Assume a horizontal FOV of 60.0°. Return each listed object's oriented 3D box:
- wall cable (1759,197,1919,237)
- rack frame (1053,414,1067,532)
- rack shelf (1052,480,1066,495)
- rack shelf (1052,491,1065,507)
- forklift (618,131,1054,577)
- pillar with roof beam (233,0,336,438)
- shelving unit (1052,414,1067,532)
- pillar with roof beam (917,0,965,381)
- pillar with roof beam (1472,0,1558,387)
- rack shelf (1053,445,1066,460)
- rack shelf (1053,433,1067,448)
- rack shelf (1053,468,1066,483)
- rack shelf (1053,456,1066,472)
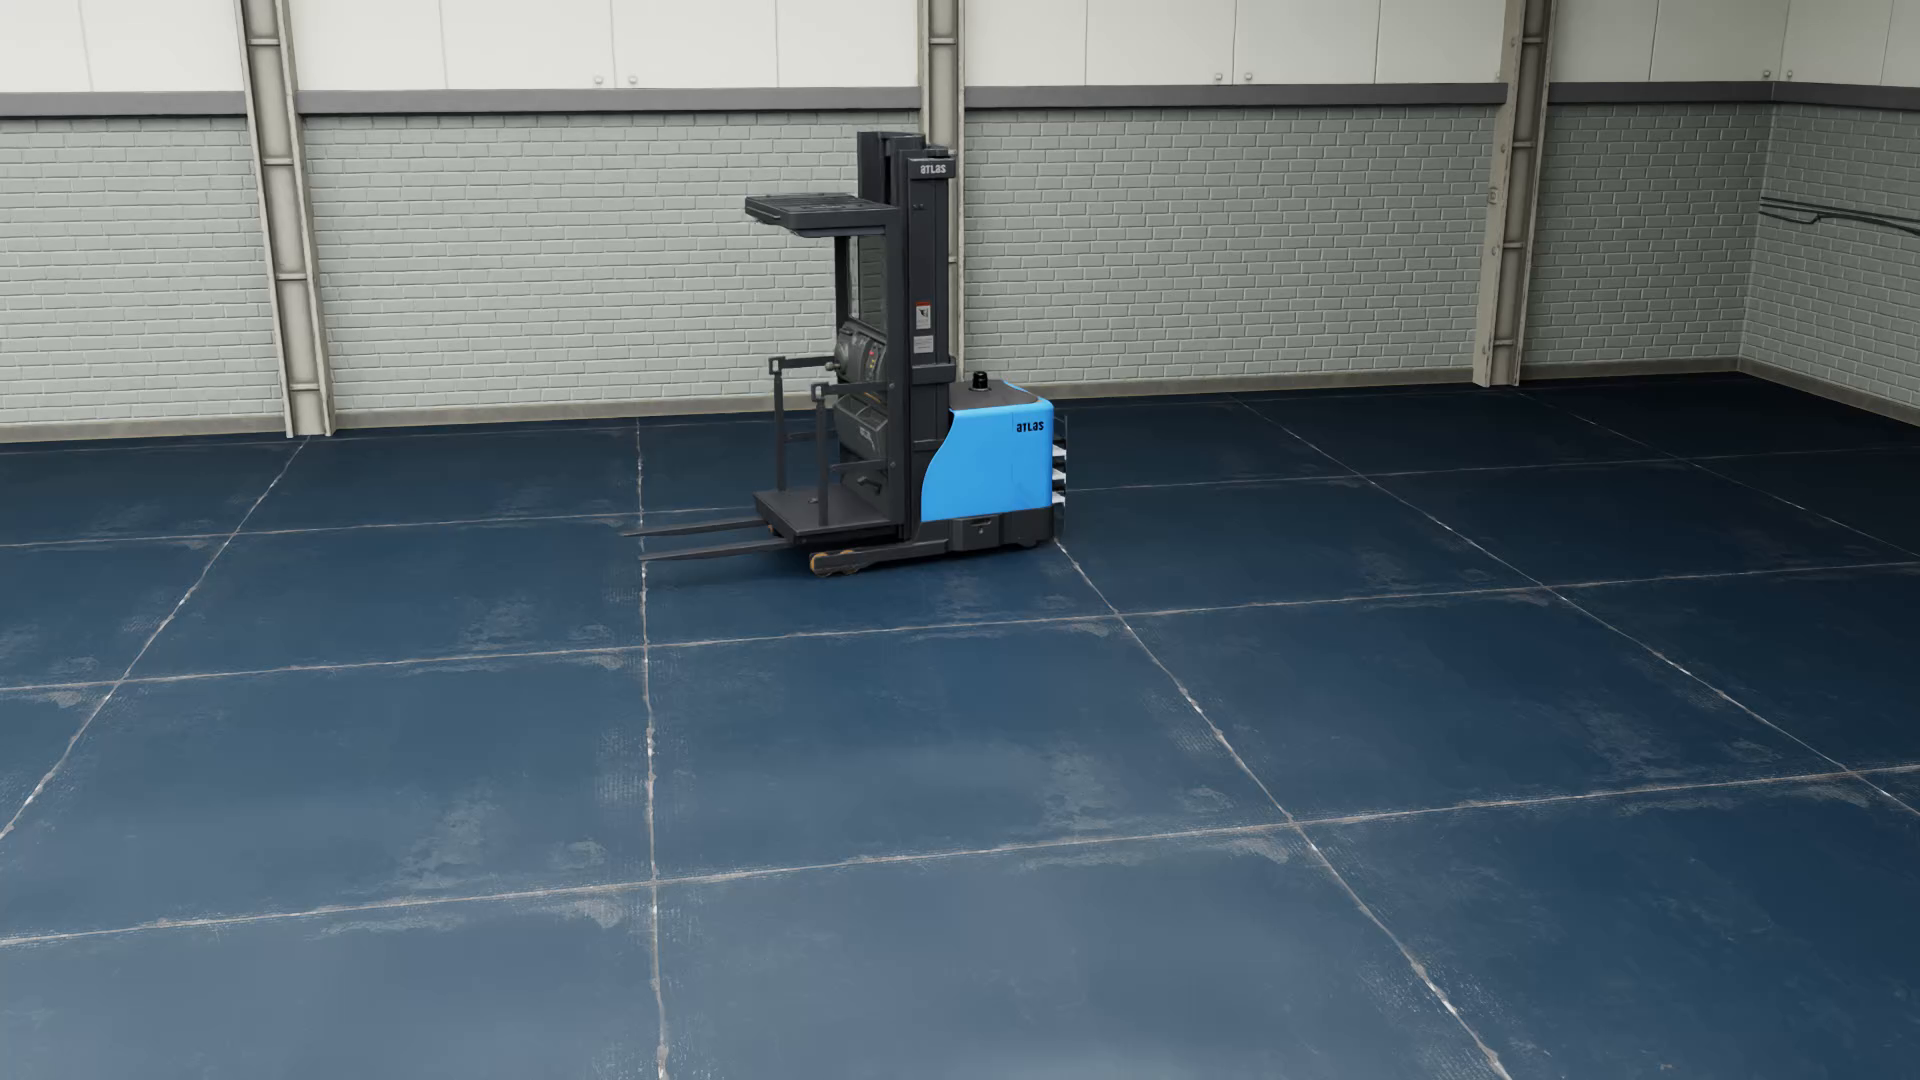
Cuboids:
[{"bbox_3d":[8.855,-4.271,16.181,0.112,2.526,3.097,-3,17,-10],"label":"wall cable"},{"bbox_3d":[0.740,-0.524,12.485,0.006,0.900,0.240,-7,18,-22],"label":"rack frame"},{"bbox_3d":[0.647,-0.395,12.484,0.200,0.077,0.258,-7,18,-22],"label":"rack shelf"},{"bbox_3d":[0.647,-0.309,12.510,0.200,0.077,0.258,-7,18,-22],"label":"rack shelf"},{"bbox_3d":[-0.882,-1.319,11.615,3.031,2.935,1.130,-7,18,-22],"label":"forklift"},{"bbox_3d":[-5.253,-4.063,10.215,0.400,9.000,9.100,-3,17,-10],"label":"pillar with roof beam"},{"bbox_3d":[0.647,-0.512,12.448,0.210,0.900,0.258,-7,18,-22],"label":"shelving unit"},{"bbox_3d":[0.638,-4.398,11.303,0.400,9.000,9.100,-3,17,-10],"label":"pillar with roof beam"},{"bbox_3d":[6.529,-4.732,12.391,0.400,9.000,9.100,-3,17,-10],"label":"pillar with roof beam"},{"bbox_3d":[0.647,-0.653,12.405,0.200,0.077,0.258,-7,18,-22],"label":"rack shelf"},{"bbox_3d":[0.647,-0.739,12.378,0.200,0.077,0.258,-7,18,-22],"label":"rack shelf"},{"bbox_3d":[0.647,-0.481,12.457,0.200,0.077,0.258,-7,18,-22],"label":"rack shelf"},{"bbox_3d":[0.647,-0.567,12.431,0.200,0.077,0.258,-7,18,-22],"label":"rack shelf"}]
